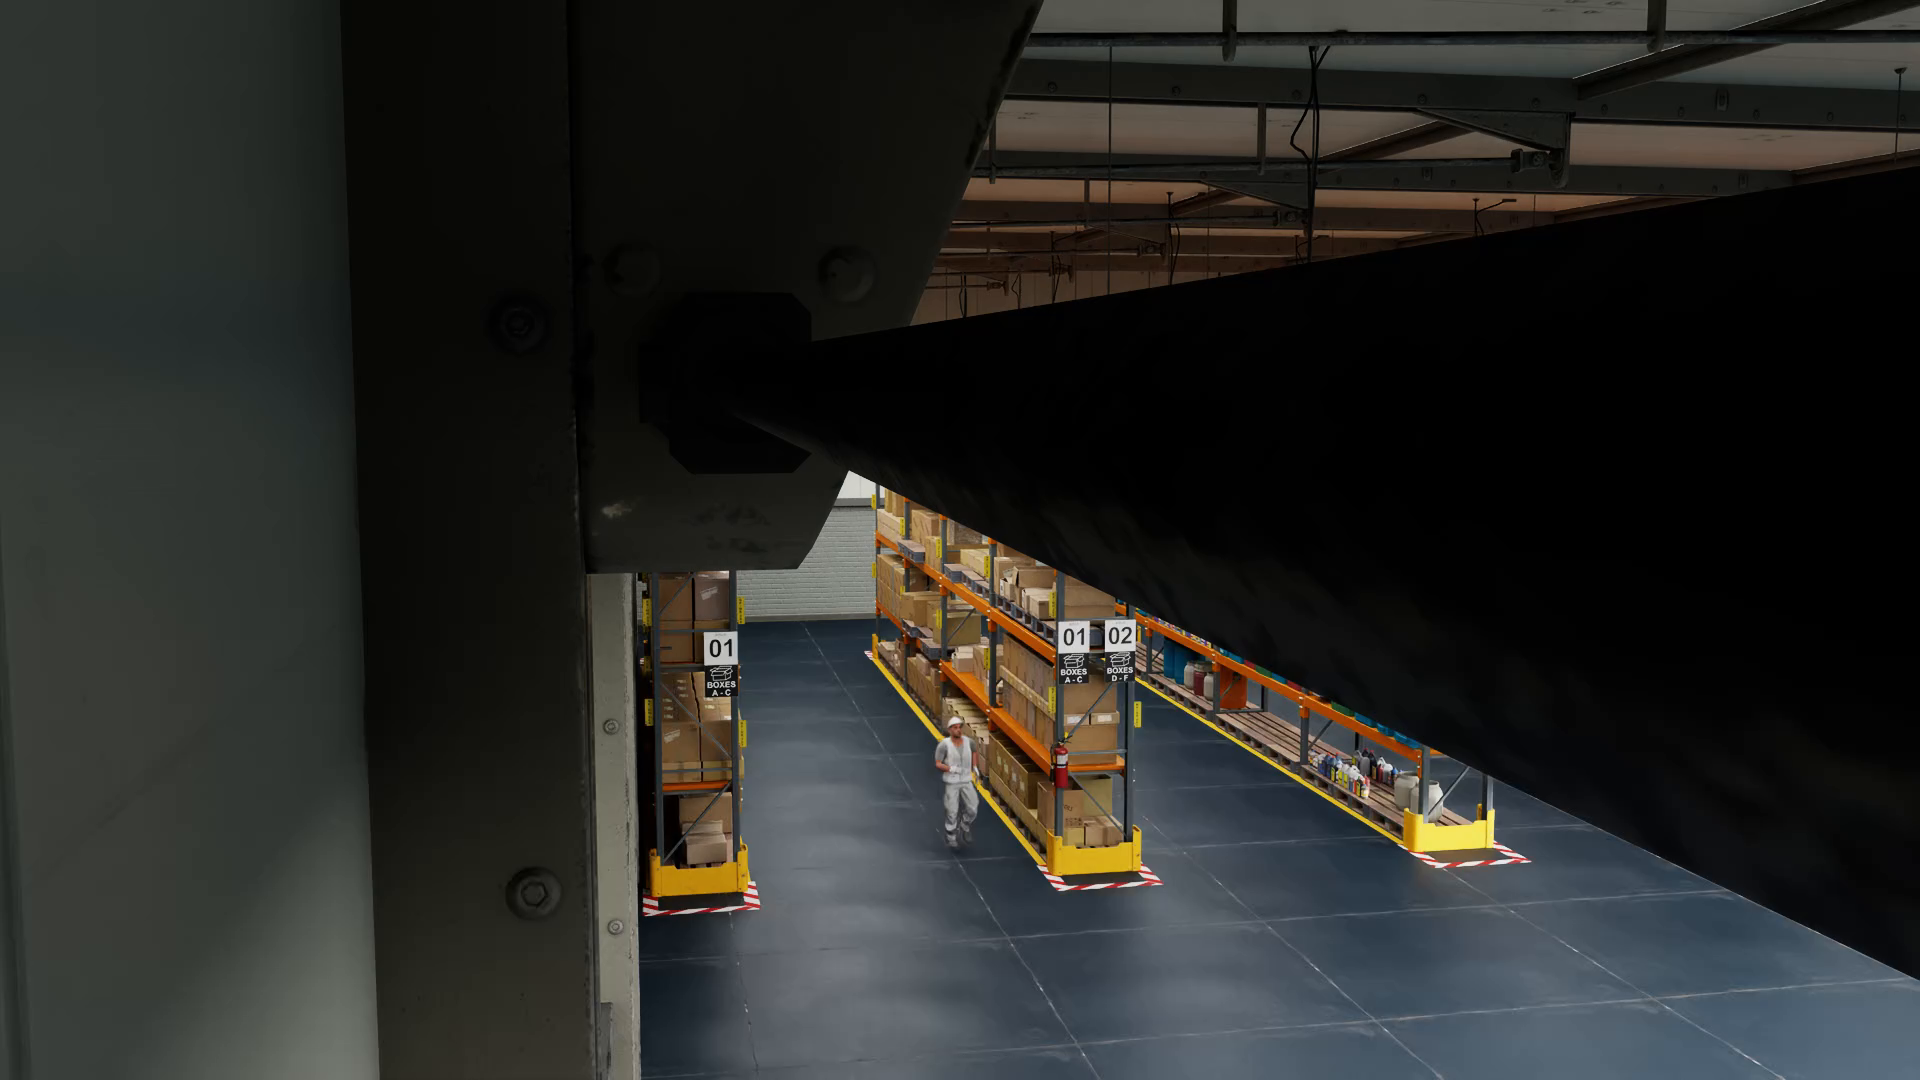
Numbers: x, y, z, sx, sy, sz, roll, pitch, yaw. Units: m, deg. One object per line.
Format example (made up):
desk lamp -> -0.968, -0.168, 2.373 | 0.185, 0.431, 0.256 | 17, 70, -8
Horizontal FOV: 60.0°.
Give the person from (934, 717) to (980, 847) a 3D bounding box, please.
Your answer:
person -> 0.002, 3.206, 21.875 | 0.667, 1.760, 0.620 | -2, 6, -19
